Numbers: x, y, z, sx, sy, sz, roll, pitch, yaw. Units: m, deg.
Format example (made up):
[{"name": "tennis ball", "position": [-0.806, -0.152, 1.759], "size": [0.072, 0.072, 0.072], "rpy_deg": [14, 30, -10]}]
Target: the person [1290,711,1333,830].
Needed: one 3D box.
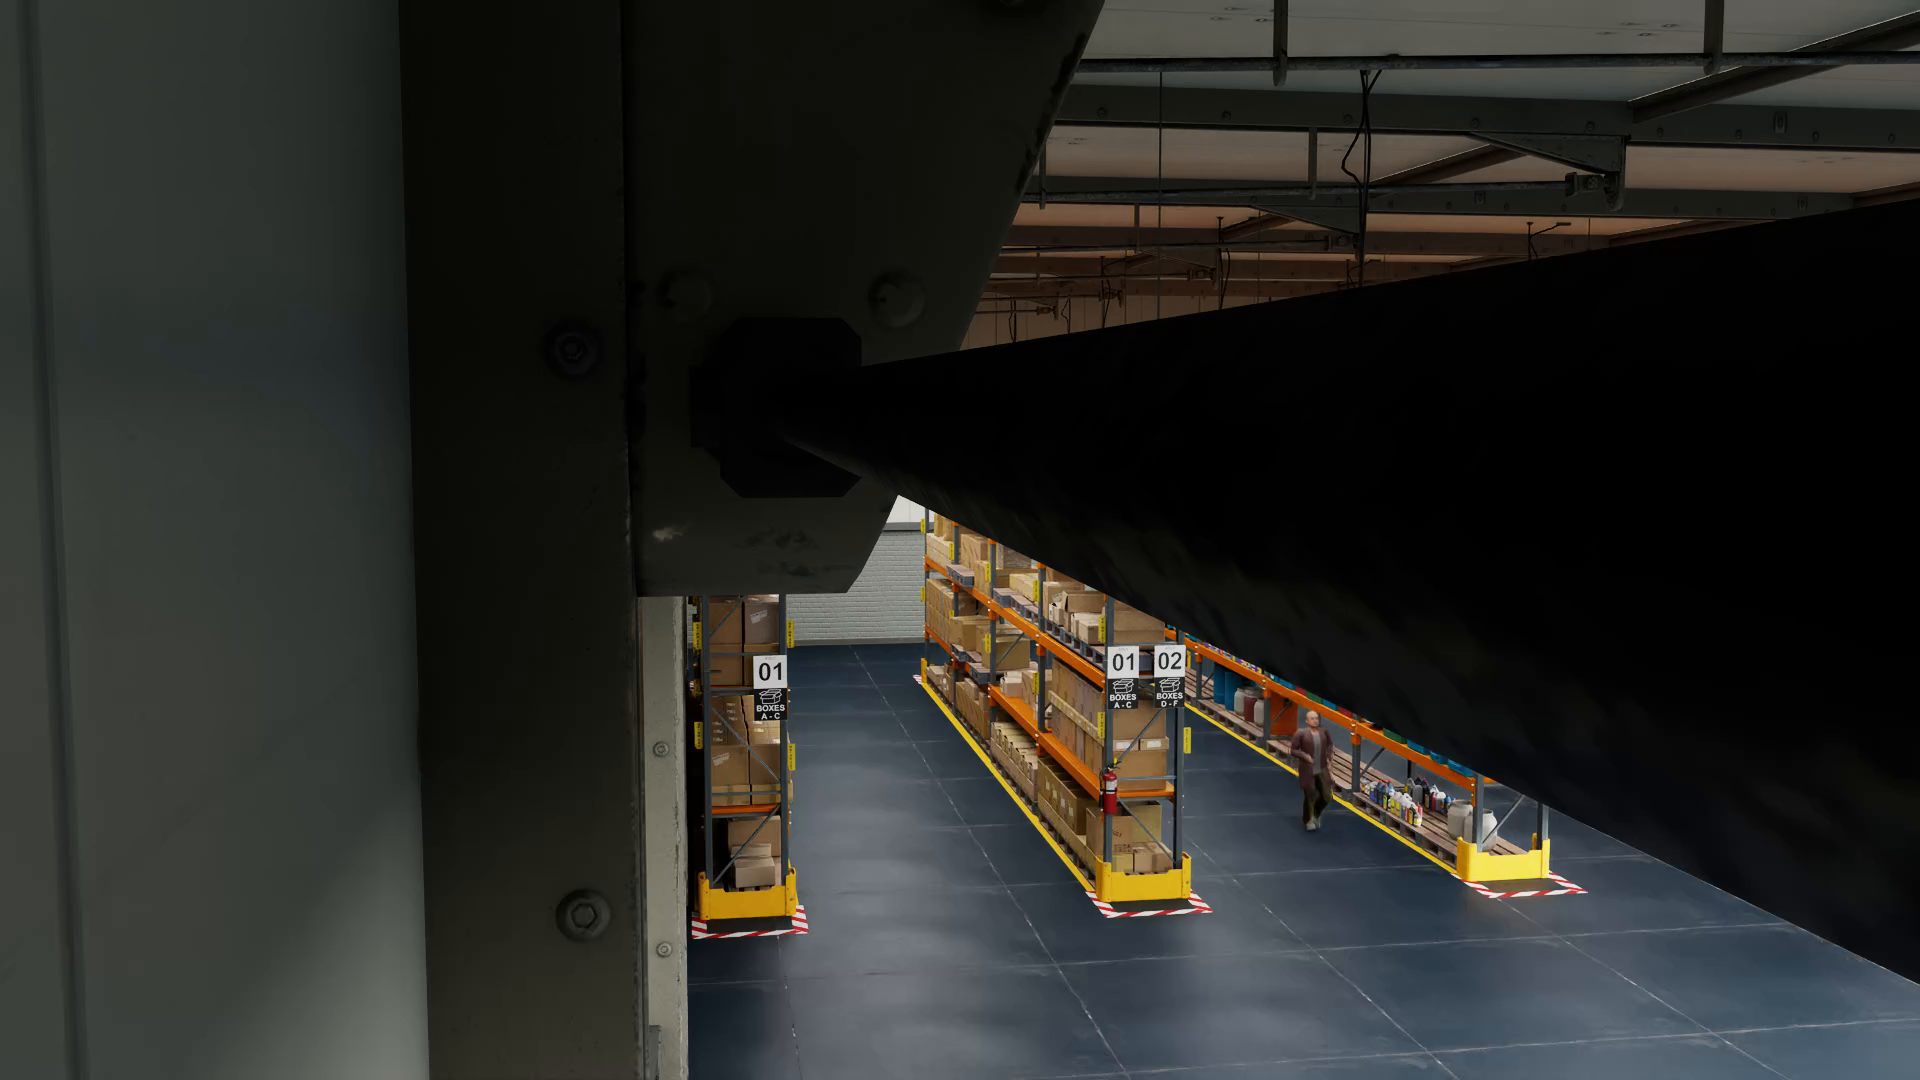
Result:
[{"name": "person", "position": [5.125, 3.345, 23.973], "size": [0.697, 1.741, 0.639], "rpy_deg": [-1, 5, -9]}]
